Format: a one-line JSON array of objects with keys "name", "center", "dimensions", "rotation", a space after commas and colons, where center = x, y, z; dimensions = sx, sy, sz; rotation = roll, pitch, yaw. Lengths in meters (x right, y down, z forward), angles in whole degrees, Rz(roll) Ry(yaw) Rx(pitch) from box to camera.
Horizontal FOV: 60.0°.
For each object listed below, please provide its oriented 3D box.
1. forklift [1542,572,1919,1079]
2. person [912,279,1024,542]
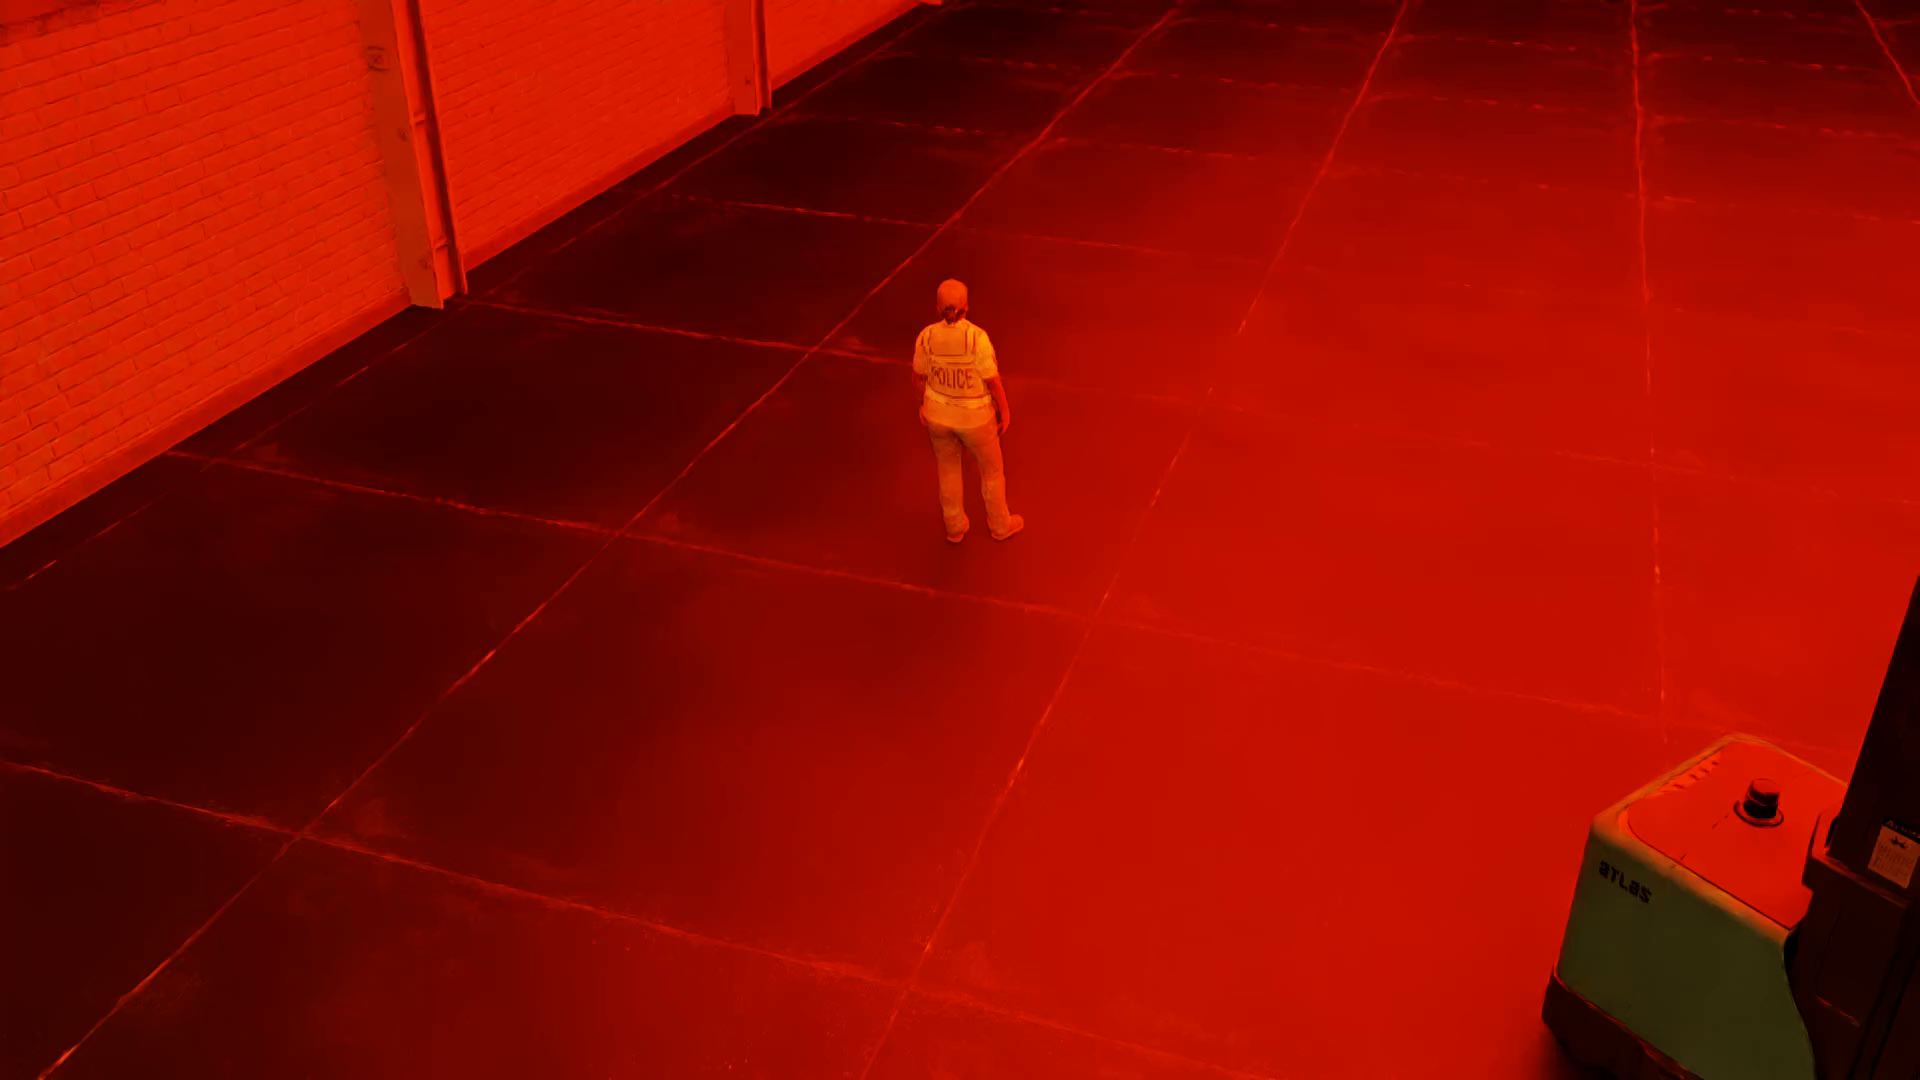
[{"name": "forklift", "center": [3.592, 1.134, 5.148], "dimensions": [1.130, 2.935, 3.031], "rotation": [-20, 35, -31]}, {"name": "person", "center": [0.046, -0.762, 9.736], "dimensions": [0.598, 1.669, 0.529], "rotation": [10, 31, 16]}]
